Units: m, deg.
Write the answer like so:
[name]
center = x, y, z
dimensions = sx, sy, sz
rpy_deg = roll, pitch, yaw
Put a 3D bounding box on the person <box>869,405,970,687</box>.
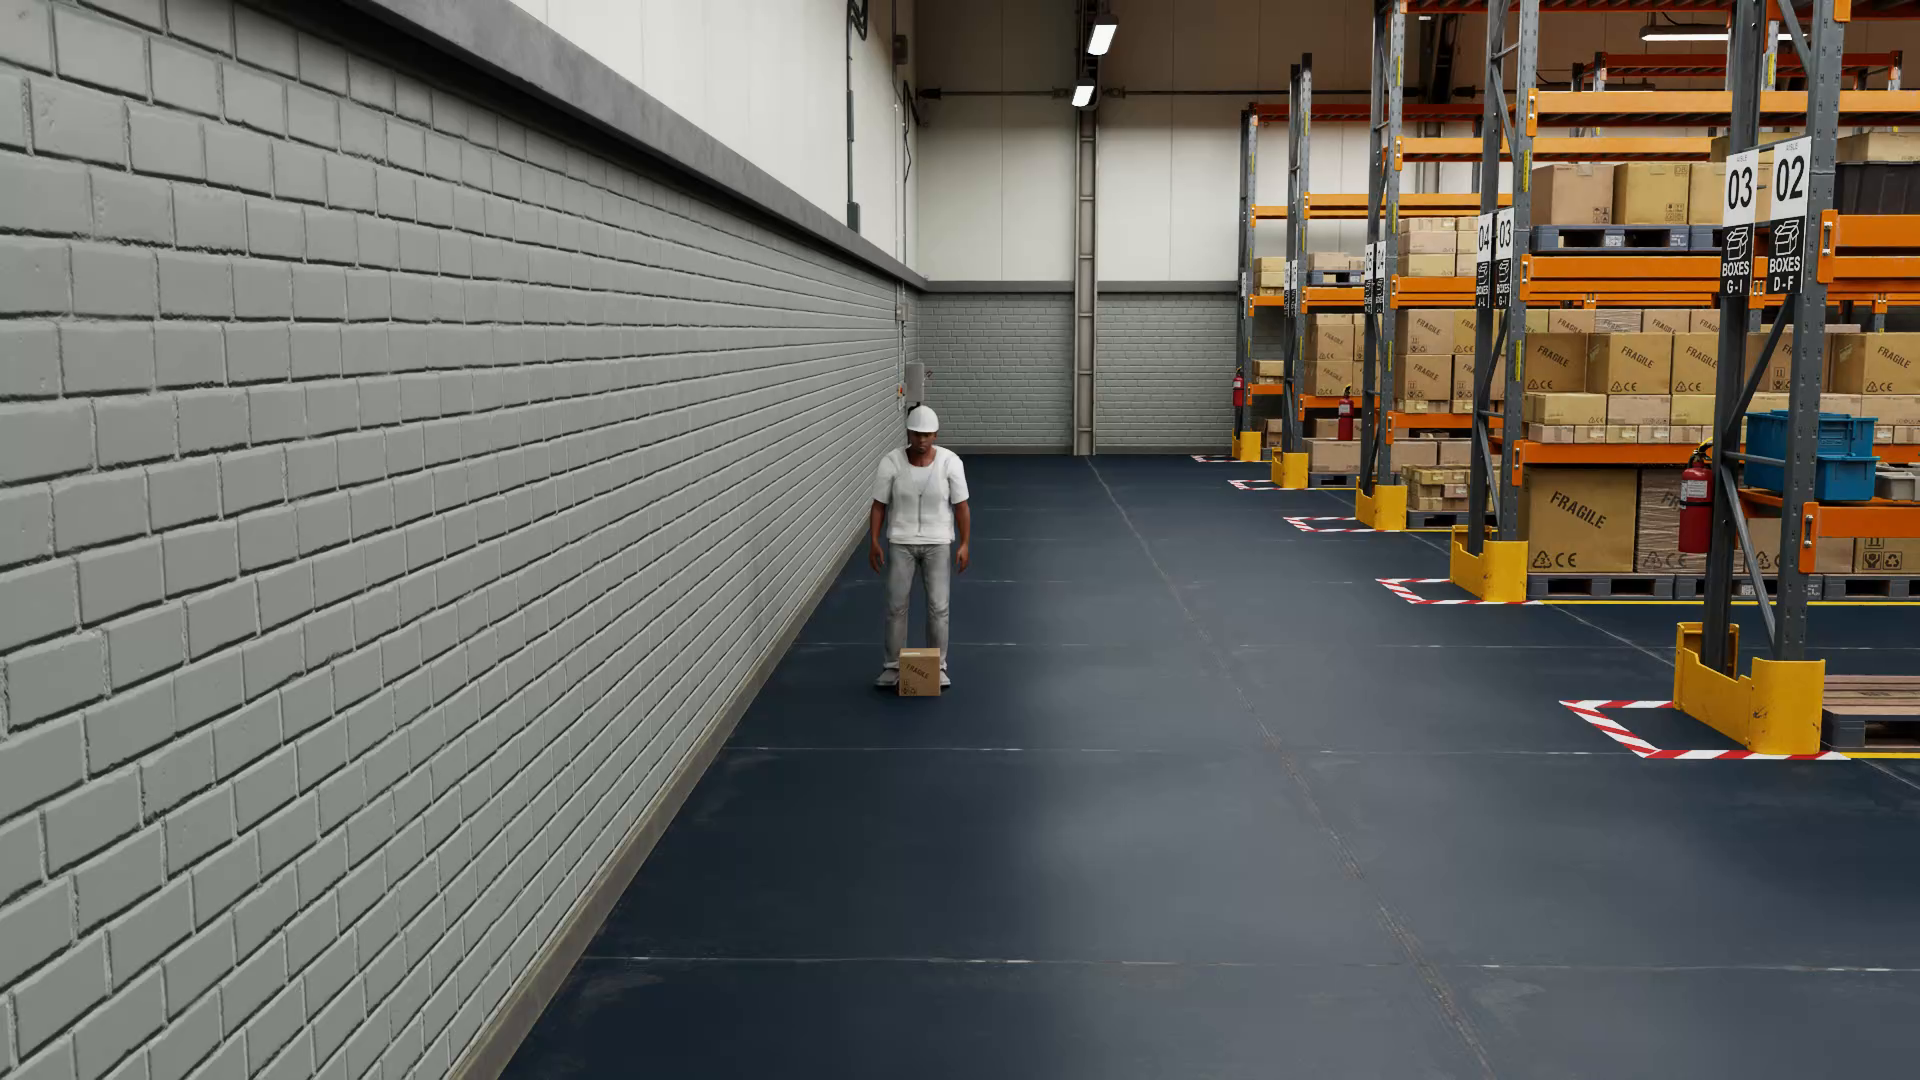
[person]
center = -0.253, 0.039, 10.386
dimensions = 0.632, 1.760, 0.463
rpy_deg = 0, 7, 0
